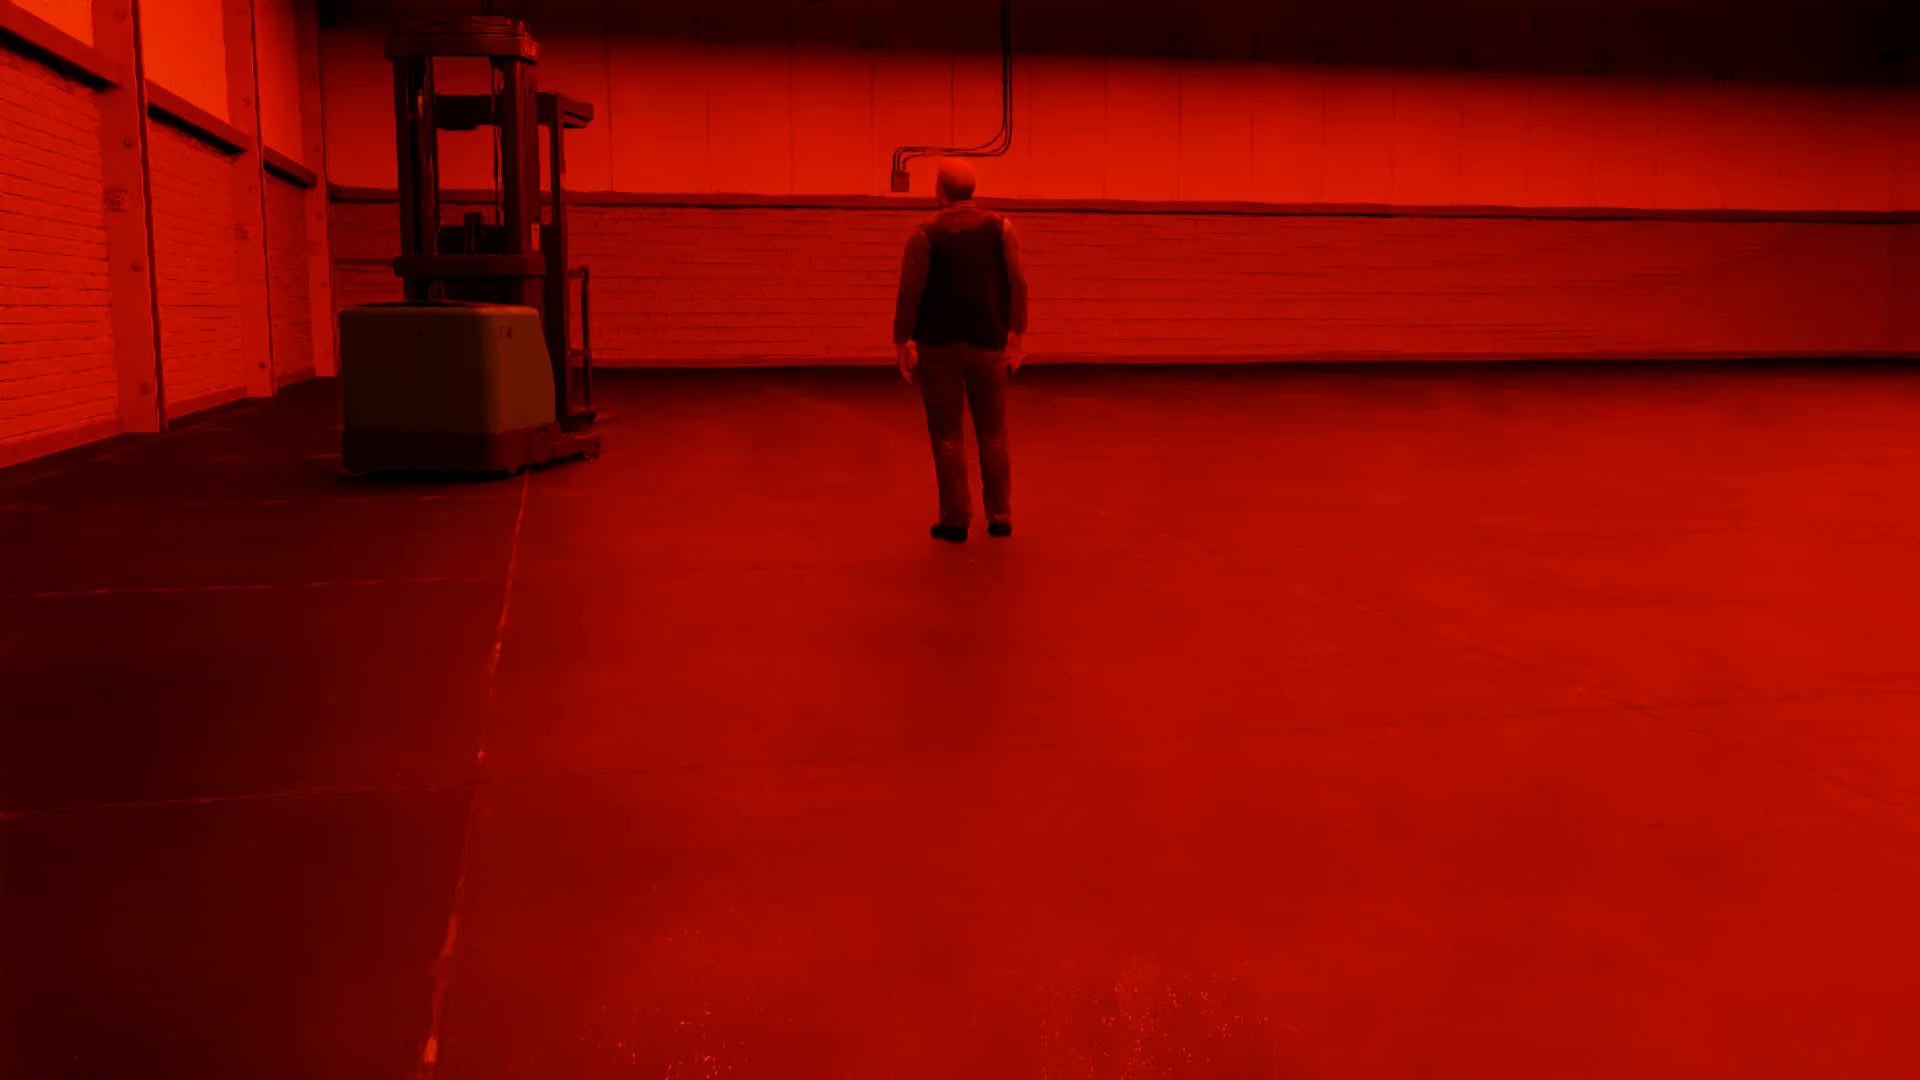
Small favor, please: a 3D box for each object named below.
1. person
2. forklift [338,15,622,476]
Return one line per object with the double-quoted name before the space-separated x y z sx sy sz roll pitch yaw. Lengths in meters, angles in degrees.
"person" -0.007 -0.868 7.649 0.632 1.720 0.567 -2 8 -13
"forklift" -3.189 -2.024 11.592 1.130 2.935 3.031 1 8 6
